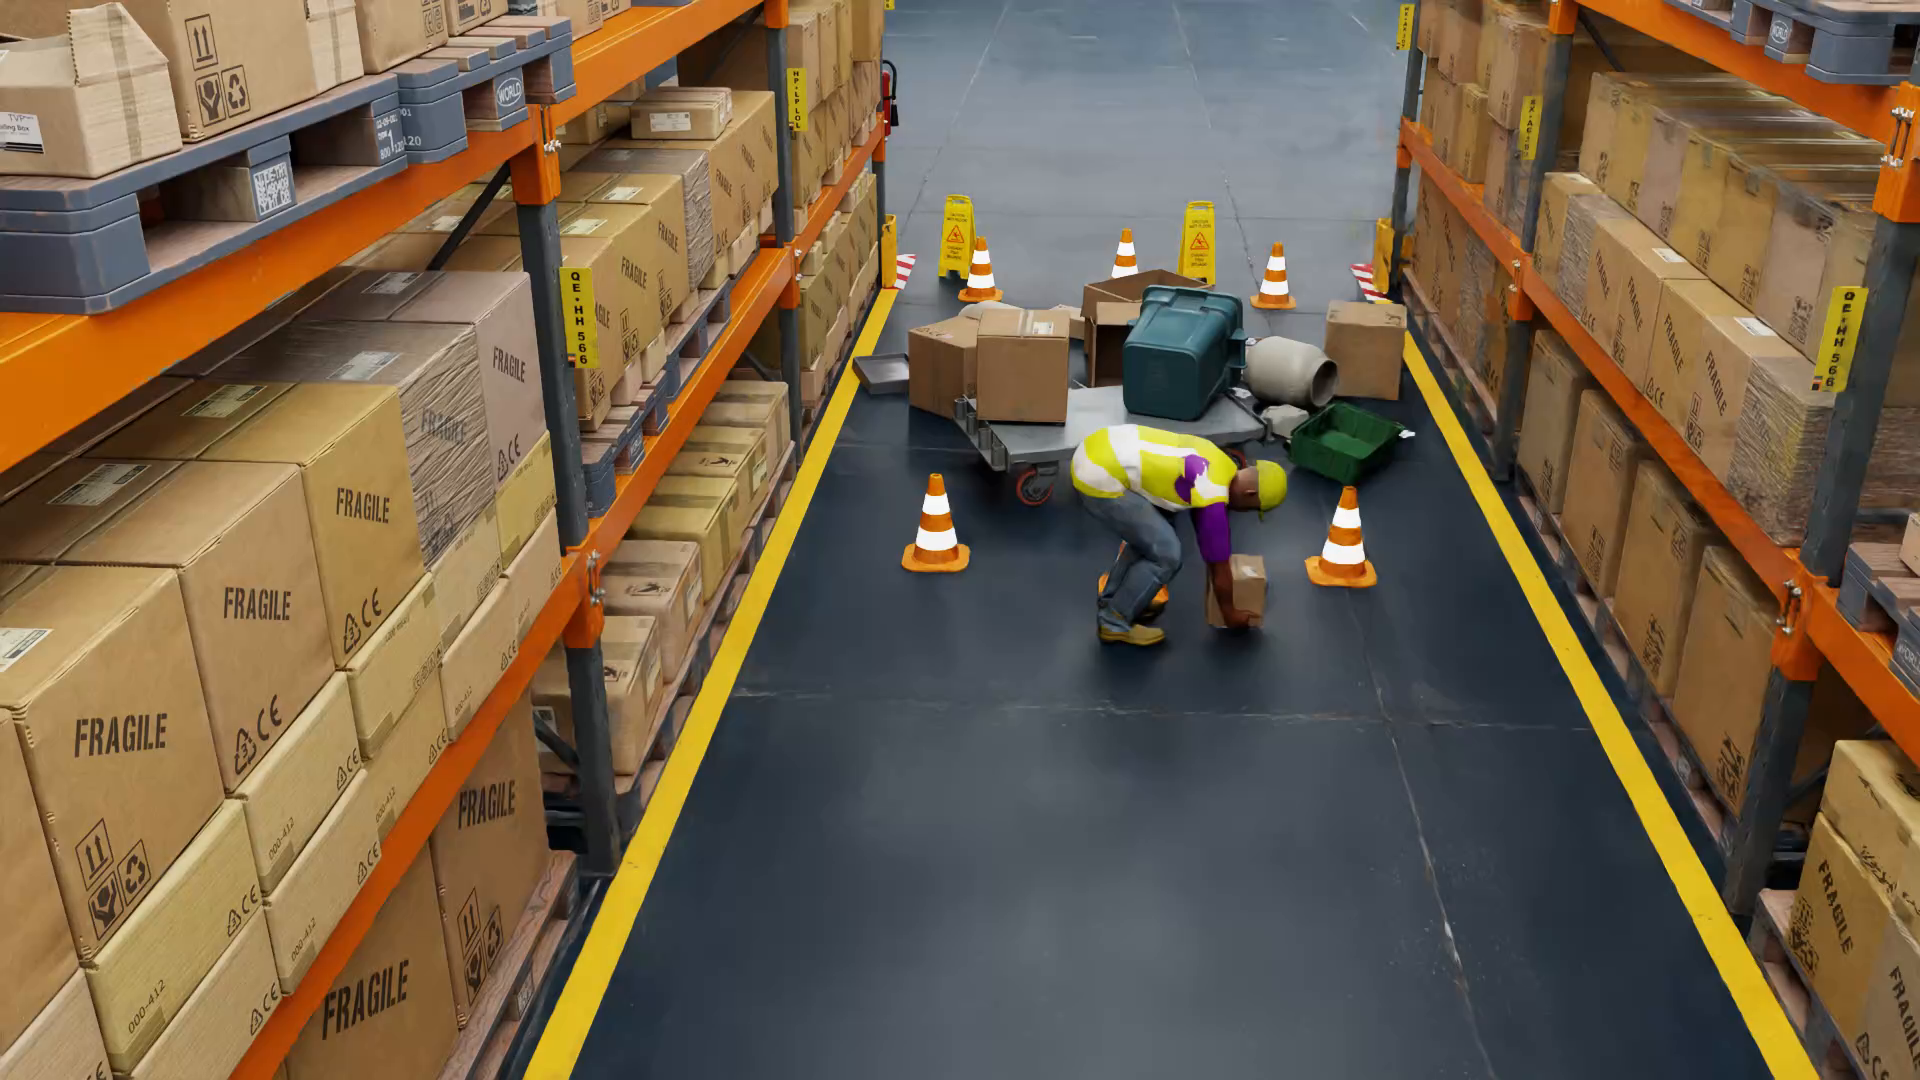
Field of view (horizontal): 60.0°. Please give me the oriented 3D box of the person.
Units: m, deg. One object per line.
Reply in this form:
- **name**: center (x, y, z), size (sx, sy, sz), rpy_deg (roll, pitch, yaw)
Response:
- **person**: center (0.986, -0.041, 7.598), size (0.975, 0.992, 0.496), rpy_deg (1, 24, 2)
